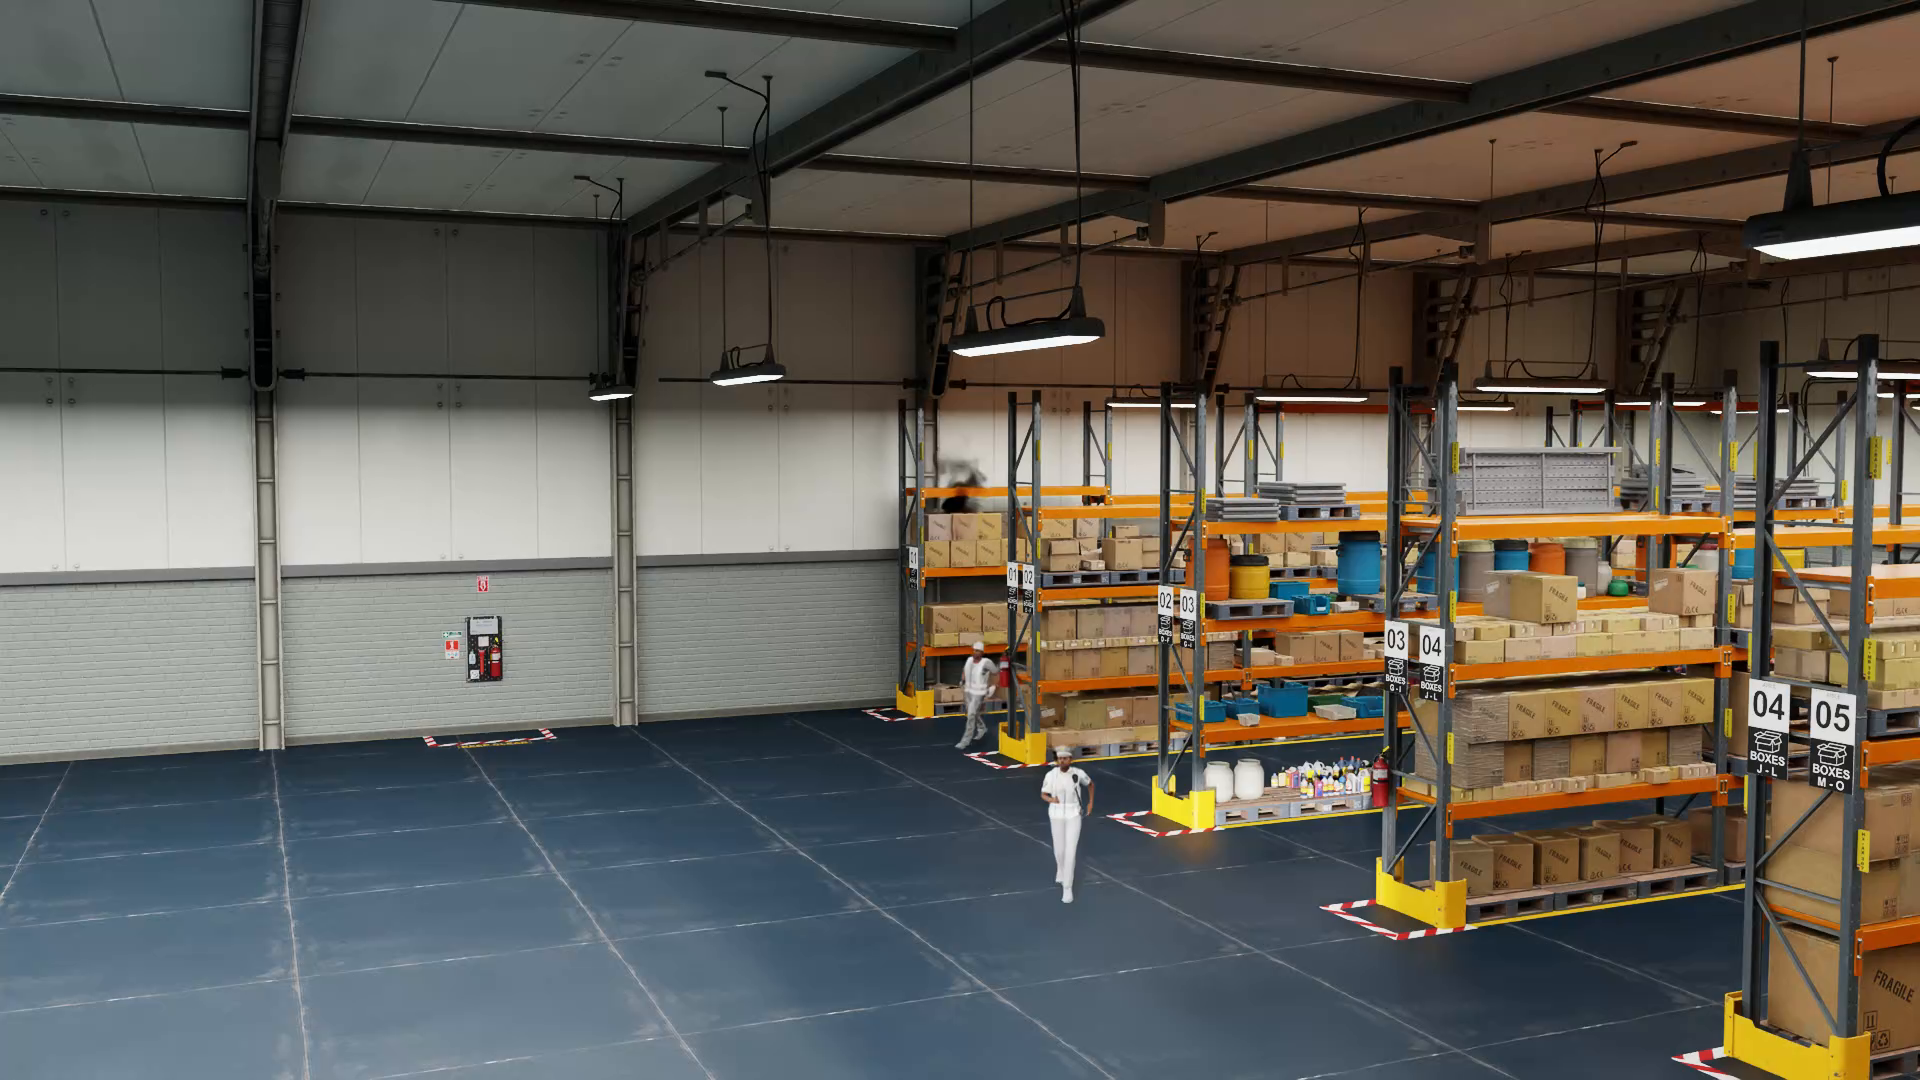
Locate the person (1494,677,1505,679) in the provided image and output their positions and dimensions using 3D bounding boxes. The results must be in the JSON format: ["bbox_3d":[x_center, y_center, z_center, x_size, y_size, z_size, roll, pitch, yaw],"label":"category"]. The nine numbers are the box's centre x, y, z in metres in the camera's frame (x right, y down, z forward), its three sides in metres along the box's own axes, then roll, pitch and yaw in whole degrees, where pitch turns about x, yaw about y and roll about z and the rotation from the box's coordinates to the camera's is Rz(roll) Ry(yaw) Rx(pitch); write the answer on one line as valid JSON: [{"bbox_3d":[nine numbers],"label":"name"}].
[{"bbox_3d":[8.764,2.717,27.578,0.920,1.648,0.581,-3,4,-38],"label":"person"}]

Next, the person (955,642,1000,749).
[{"bbox_3d":[0.303,2.609,28.205,0.737,1.784,0.909,3,5,44],"label":"person"}]

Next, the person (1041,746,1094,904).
[{"bbox_3d":[1.216,3.198,19.056,0.583,1.706,0.935,1,3,12],"label":"person"}]
